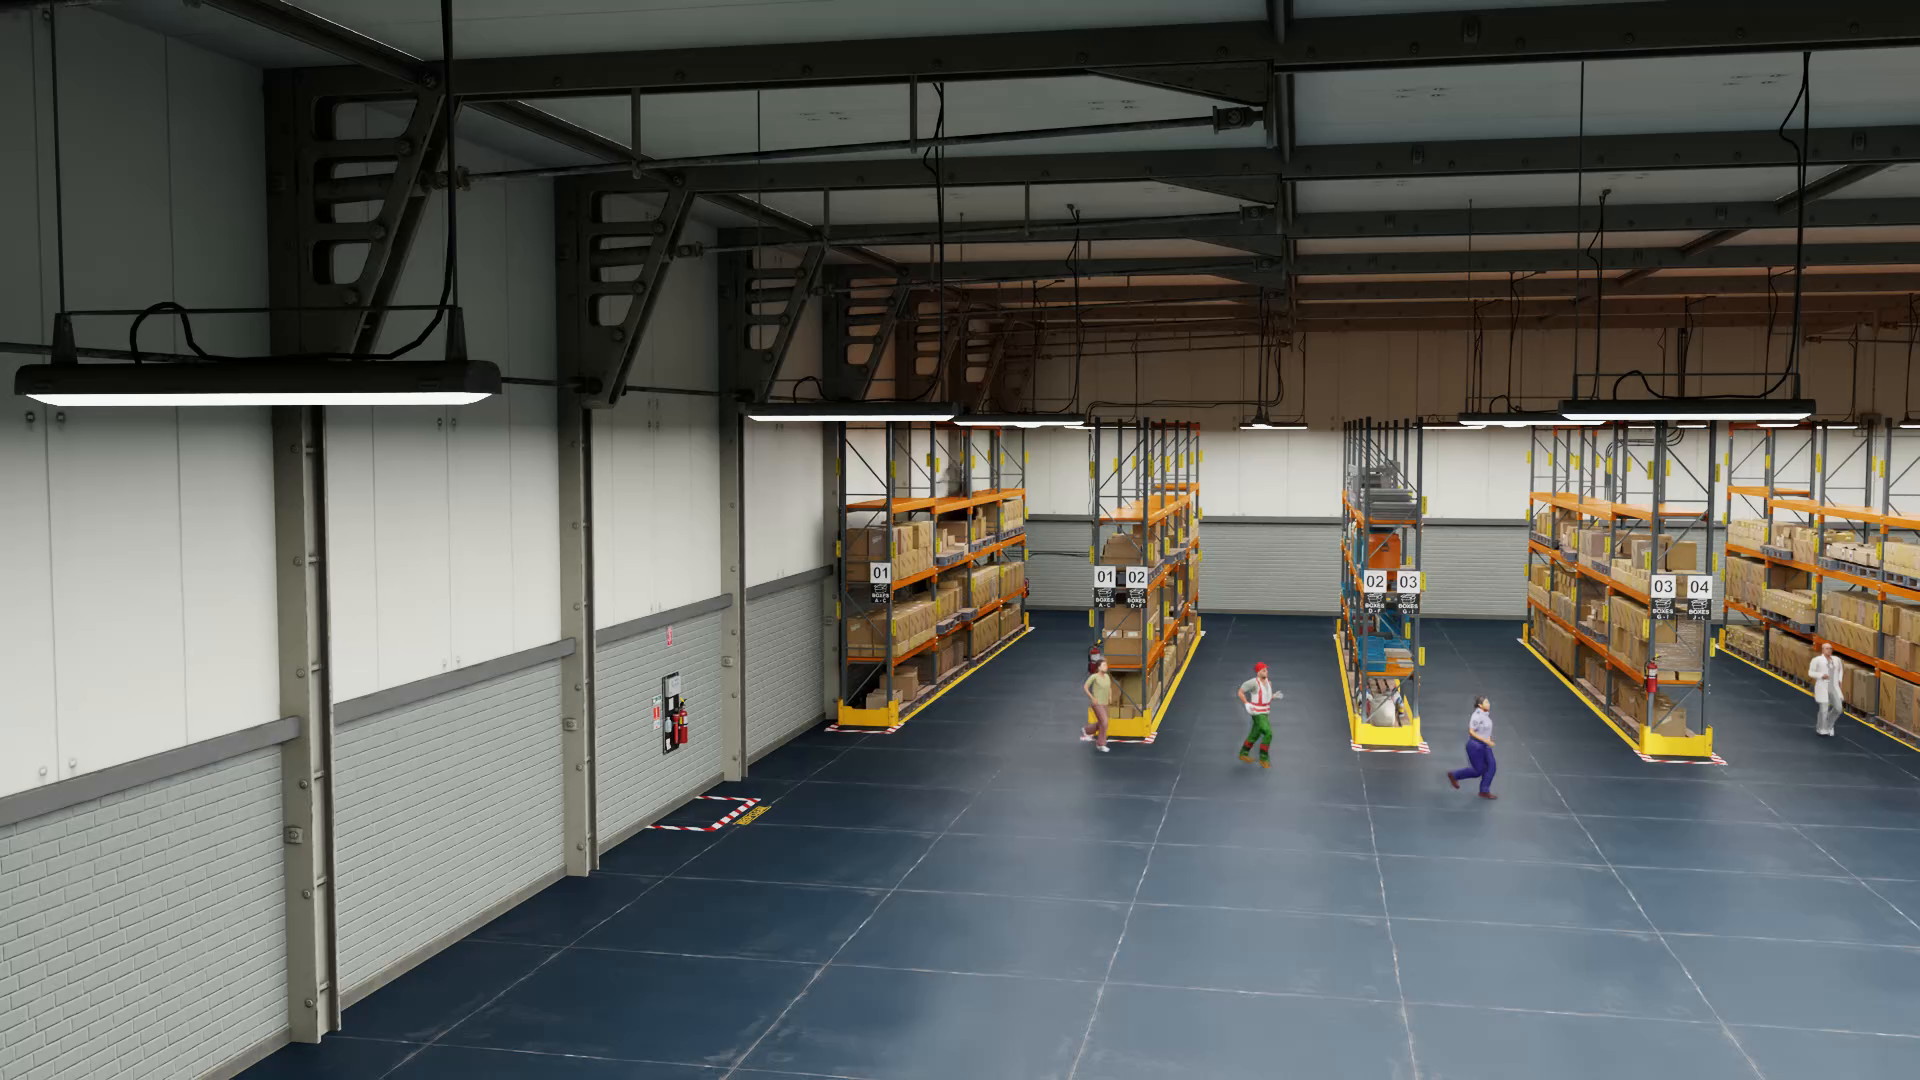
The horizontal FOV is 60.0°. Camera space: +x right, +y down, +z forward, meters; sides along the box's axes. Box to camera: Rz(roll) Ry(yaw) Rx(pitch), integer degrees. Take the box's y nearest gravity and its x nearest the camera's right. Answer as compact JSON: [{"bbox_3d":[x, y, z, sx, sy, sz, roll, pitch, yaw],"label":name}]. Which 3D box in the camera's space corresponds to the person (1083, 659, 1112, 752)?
[{"bbox_3d":[2.495,2.961,30.116,0.609,1.628,0.747,-3,5,-40],"label":"person"}]

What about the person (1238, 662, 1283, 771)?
[{"bbox_3d":[5.124,3.000,28.397,0.783,1.852,0.616,3,5,39],"label":"person"}]

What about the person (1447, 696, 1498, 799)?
[{"bbox_3d":[8.062,3.239,26.068,0.754,1.603,0.597,2,4,33],"label":"person"}]

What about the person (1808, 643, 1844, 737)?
[{"bbox_3d":[16.309,2.842,31.204,0.694,1.721,0.673,0,4,5],"label":"person"}]
